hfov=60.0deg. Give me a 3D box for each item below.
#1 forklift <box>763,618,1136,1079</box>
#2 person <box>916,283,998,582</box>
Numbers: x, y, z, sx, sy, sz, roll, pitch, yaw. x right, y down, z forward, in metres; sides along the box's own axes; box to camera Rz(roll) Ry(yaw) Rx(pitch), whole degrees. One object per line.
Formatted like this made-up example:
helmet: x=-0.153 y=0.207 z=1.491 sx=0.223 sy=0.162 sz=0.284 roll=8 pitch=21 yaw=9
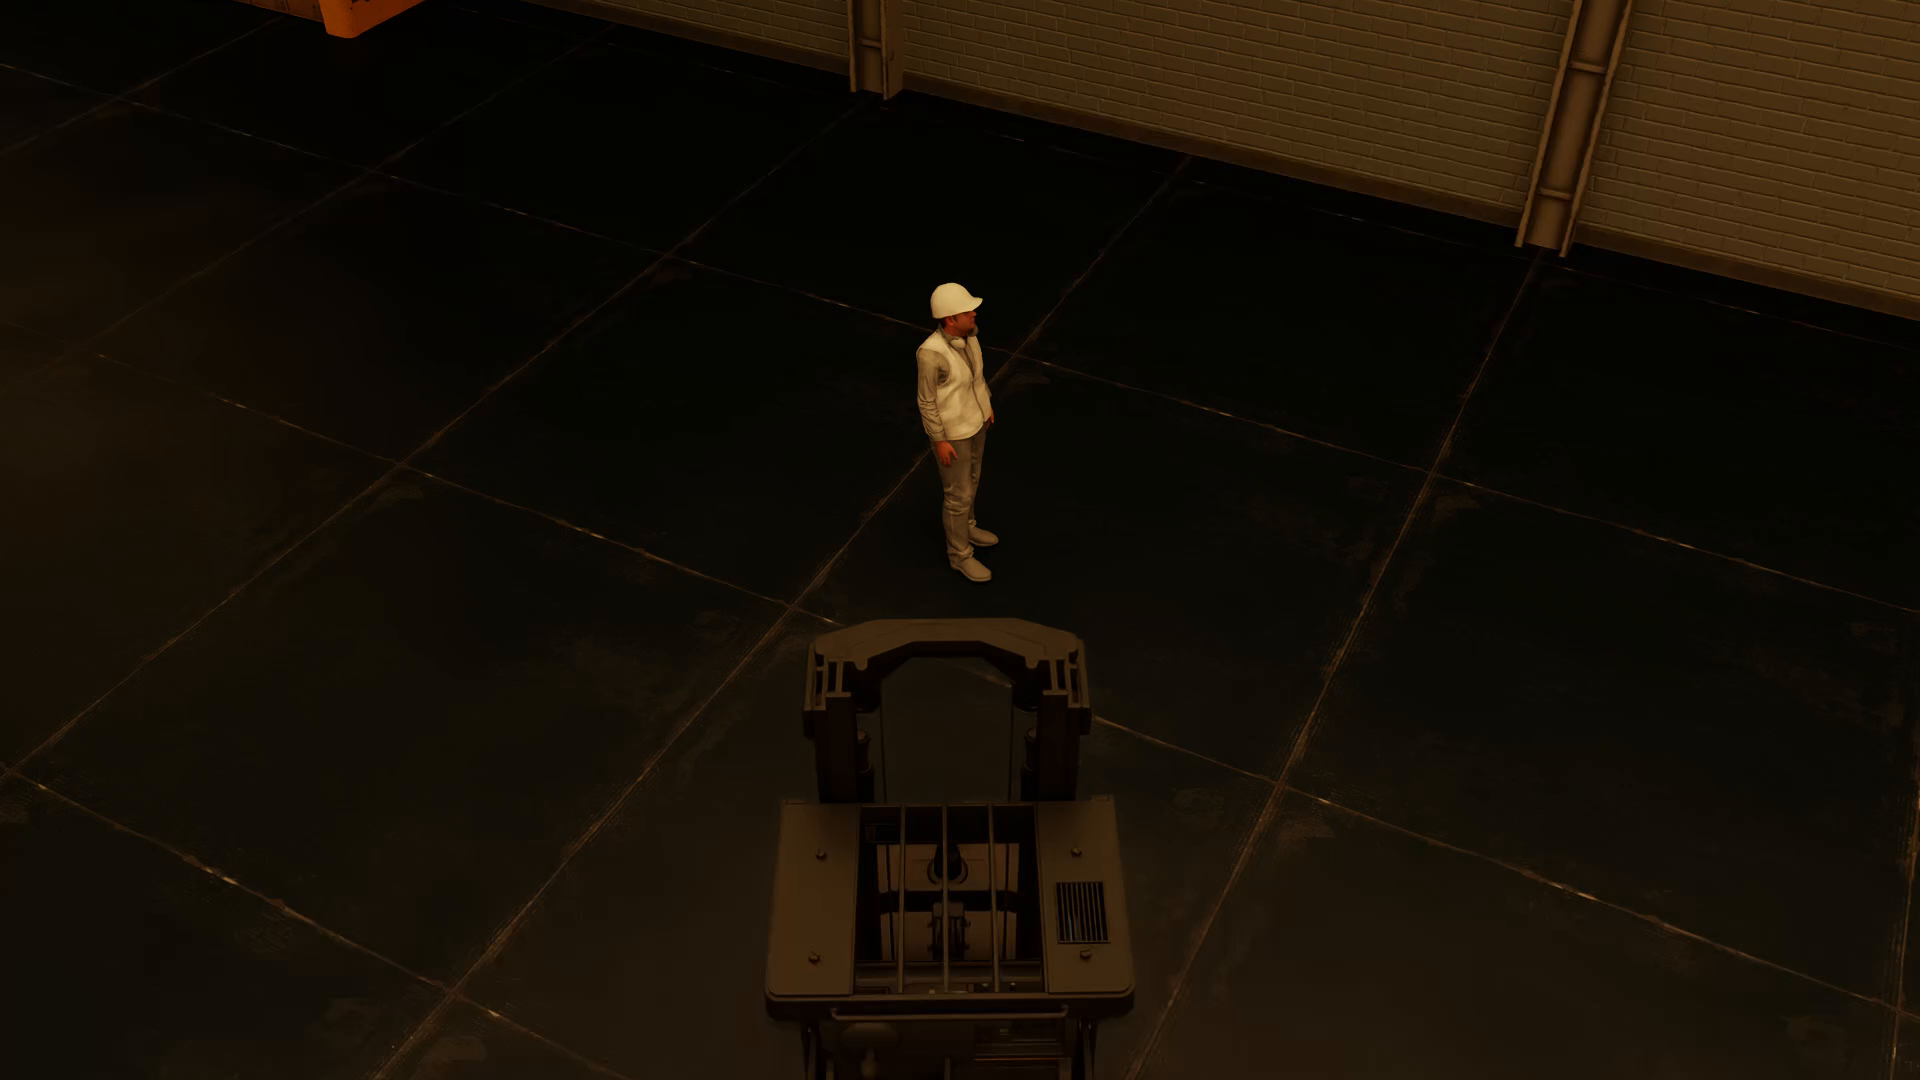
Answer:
forklift: x=-0.036 y=1.817 z=5.830 sx=1.130 sy=2.935 sz=3.031 roll=-1 pitch=40 yaw=-1
person: x=0.051 y=-0.661 z=9.658 sx=0.568 sy=1.773 sz=0.632 roll=18 pitch=43 yaw=21
